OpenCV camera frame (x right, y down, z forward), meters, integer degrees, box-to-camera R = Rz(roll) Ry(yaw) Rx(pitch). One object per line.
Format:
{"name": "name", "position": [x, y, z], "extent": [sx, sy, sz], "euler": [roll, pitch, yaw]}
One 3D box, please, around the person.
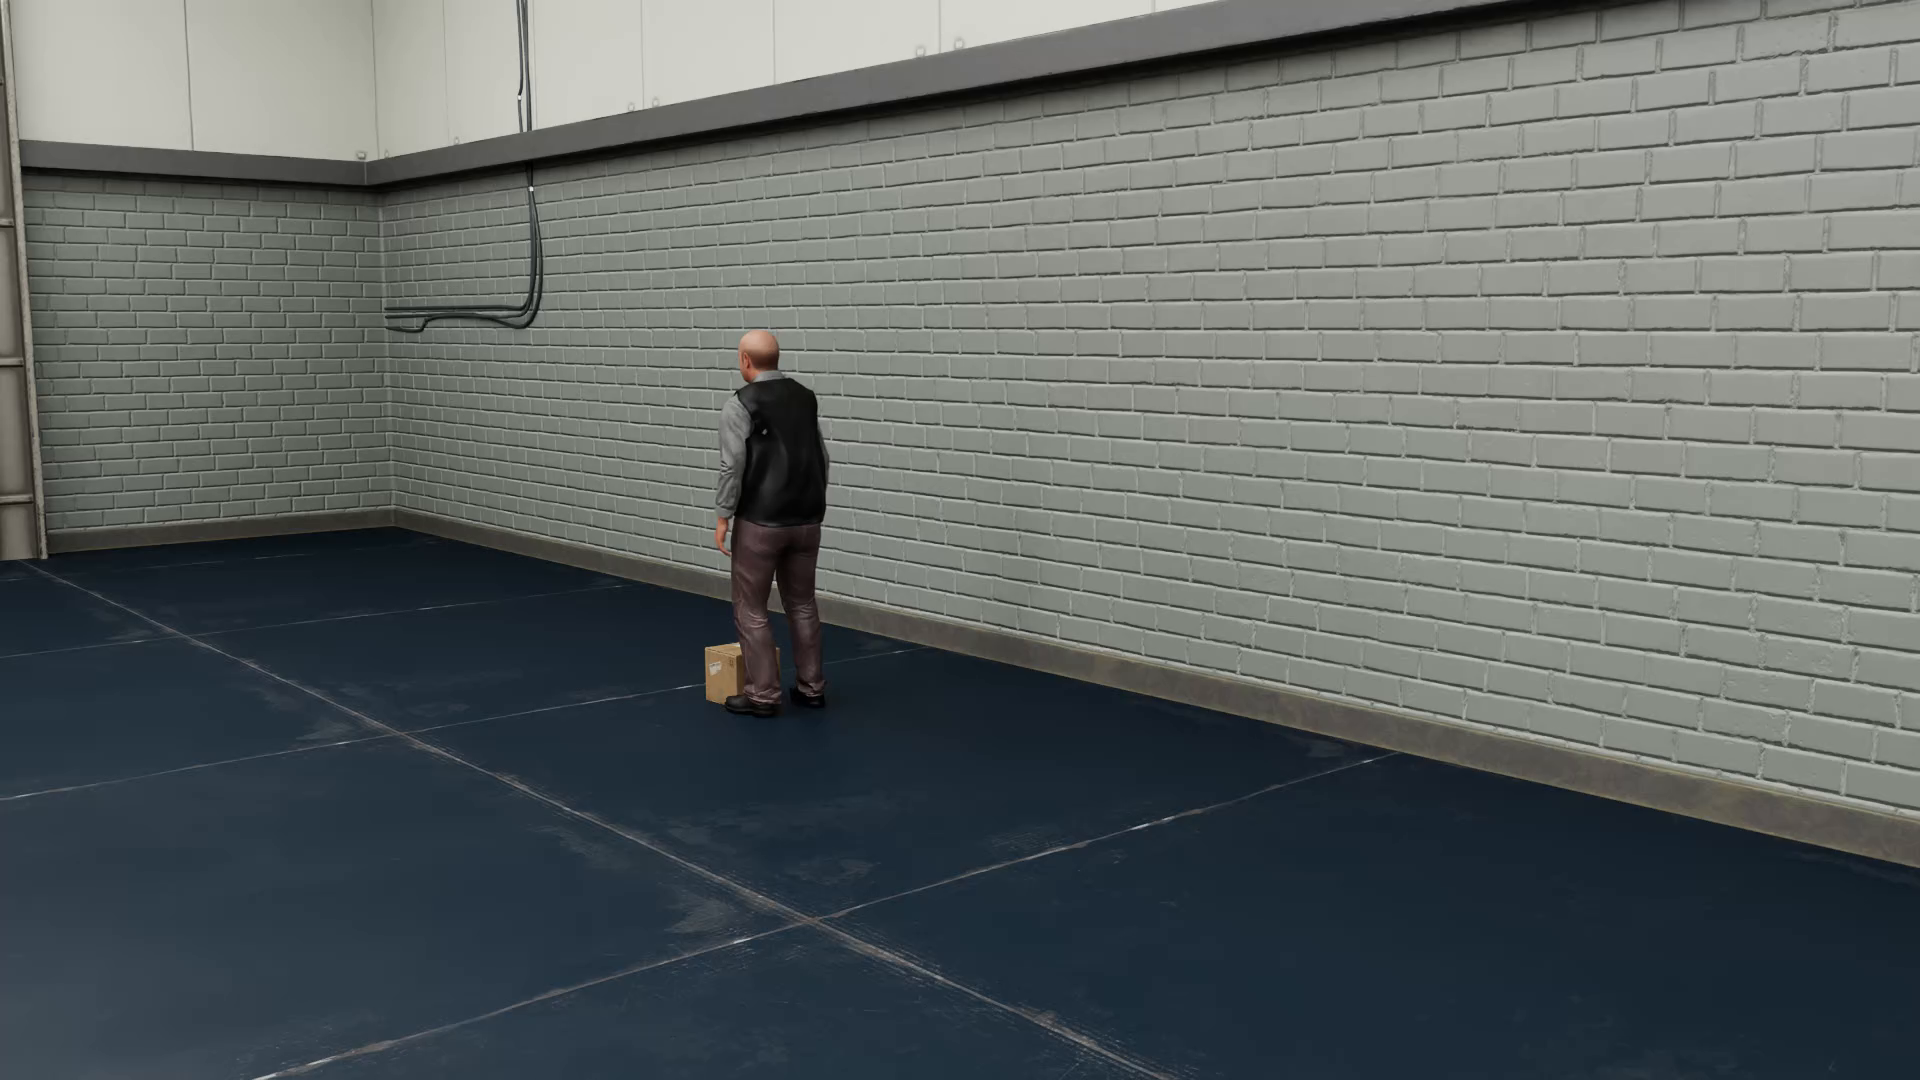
{"name": "person", "position": [-0.828, -0.076, 7.461], "extent": [0.588, 1.721, 0.411], "euler": [-7, 10, -42]}
